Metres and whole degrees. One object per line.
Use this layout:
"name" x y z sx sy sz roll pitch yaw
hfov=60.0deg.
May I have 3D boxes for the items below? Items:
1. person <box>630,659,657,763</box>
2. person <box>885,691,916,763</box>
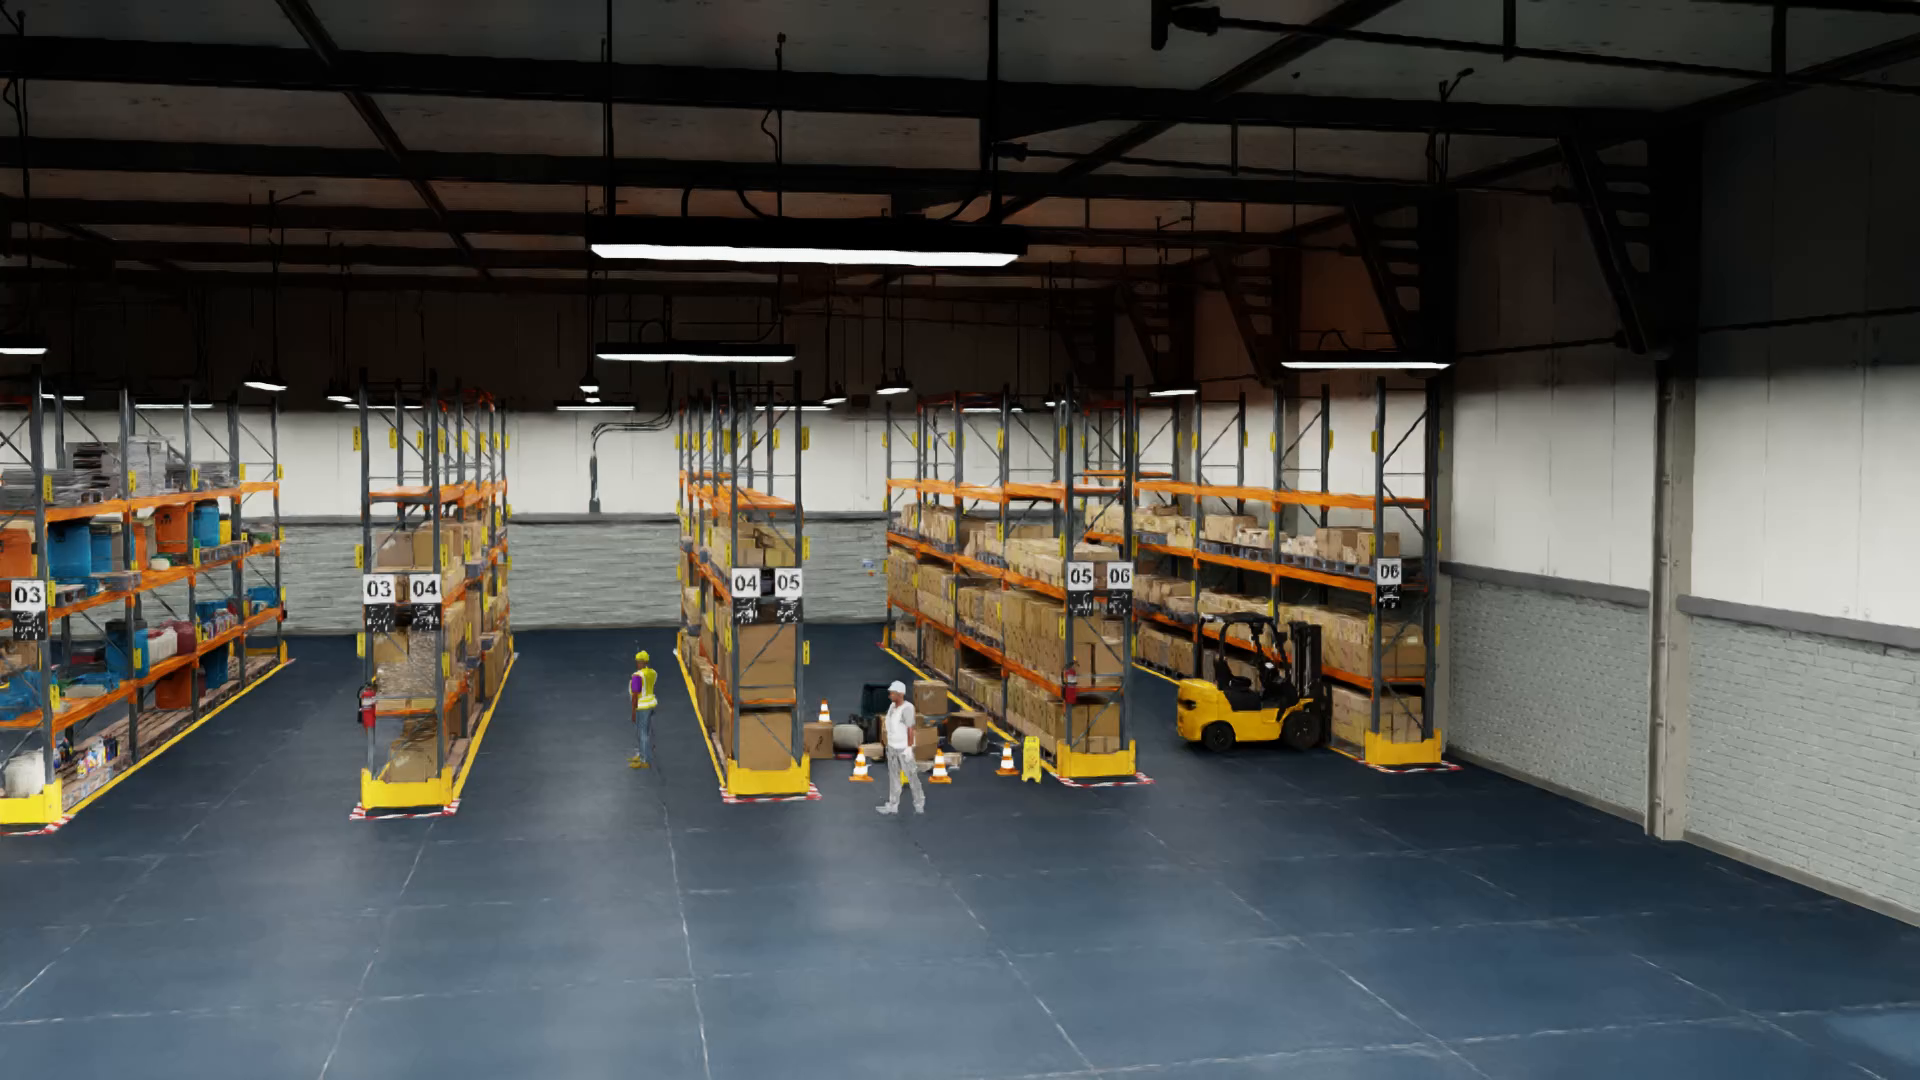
"person" -4.868 2.569 25.547 0.378 1.665 0.625 1 4 19
"person" -0.811 2.493 22.365 0.363 0.931 0.621 -2 4 -32
